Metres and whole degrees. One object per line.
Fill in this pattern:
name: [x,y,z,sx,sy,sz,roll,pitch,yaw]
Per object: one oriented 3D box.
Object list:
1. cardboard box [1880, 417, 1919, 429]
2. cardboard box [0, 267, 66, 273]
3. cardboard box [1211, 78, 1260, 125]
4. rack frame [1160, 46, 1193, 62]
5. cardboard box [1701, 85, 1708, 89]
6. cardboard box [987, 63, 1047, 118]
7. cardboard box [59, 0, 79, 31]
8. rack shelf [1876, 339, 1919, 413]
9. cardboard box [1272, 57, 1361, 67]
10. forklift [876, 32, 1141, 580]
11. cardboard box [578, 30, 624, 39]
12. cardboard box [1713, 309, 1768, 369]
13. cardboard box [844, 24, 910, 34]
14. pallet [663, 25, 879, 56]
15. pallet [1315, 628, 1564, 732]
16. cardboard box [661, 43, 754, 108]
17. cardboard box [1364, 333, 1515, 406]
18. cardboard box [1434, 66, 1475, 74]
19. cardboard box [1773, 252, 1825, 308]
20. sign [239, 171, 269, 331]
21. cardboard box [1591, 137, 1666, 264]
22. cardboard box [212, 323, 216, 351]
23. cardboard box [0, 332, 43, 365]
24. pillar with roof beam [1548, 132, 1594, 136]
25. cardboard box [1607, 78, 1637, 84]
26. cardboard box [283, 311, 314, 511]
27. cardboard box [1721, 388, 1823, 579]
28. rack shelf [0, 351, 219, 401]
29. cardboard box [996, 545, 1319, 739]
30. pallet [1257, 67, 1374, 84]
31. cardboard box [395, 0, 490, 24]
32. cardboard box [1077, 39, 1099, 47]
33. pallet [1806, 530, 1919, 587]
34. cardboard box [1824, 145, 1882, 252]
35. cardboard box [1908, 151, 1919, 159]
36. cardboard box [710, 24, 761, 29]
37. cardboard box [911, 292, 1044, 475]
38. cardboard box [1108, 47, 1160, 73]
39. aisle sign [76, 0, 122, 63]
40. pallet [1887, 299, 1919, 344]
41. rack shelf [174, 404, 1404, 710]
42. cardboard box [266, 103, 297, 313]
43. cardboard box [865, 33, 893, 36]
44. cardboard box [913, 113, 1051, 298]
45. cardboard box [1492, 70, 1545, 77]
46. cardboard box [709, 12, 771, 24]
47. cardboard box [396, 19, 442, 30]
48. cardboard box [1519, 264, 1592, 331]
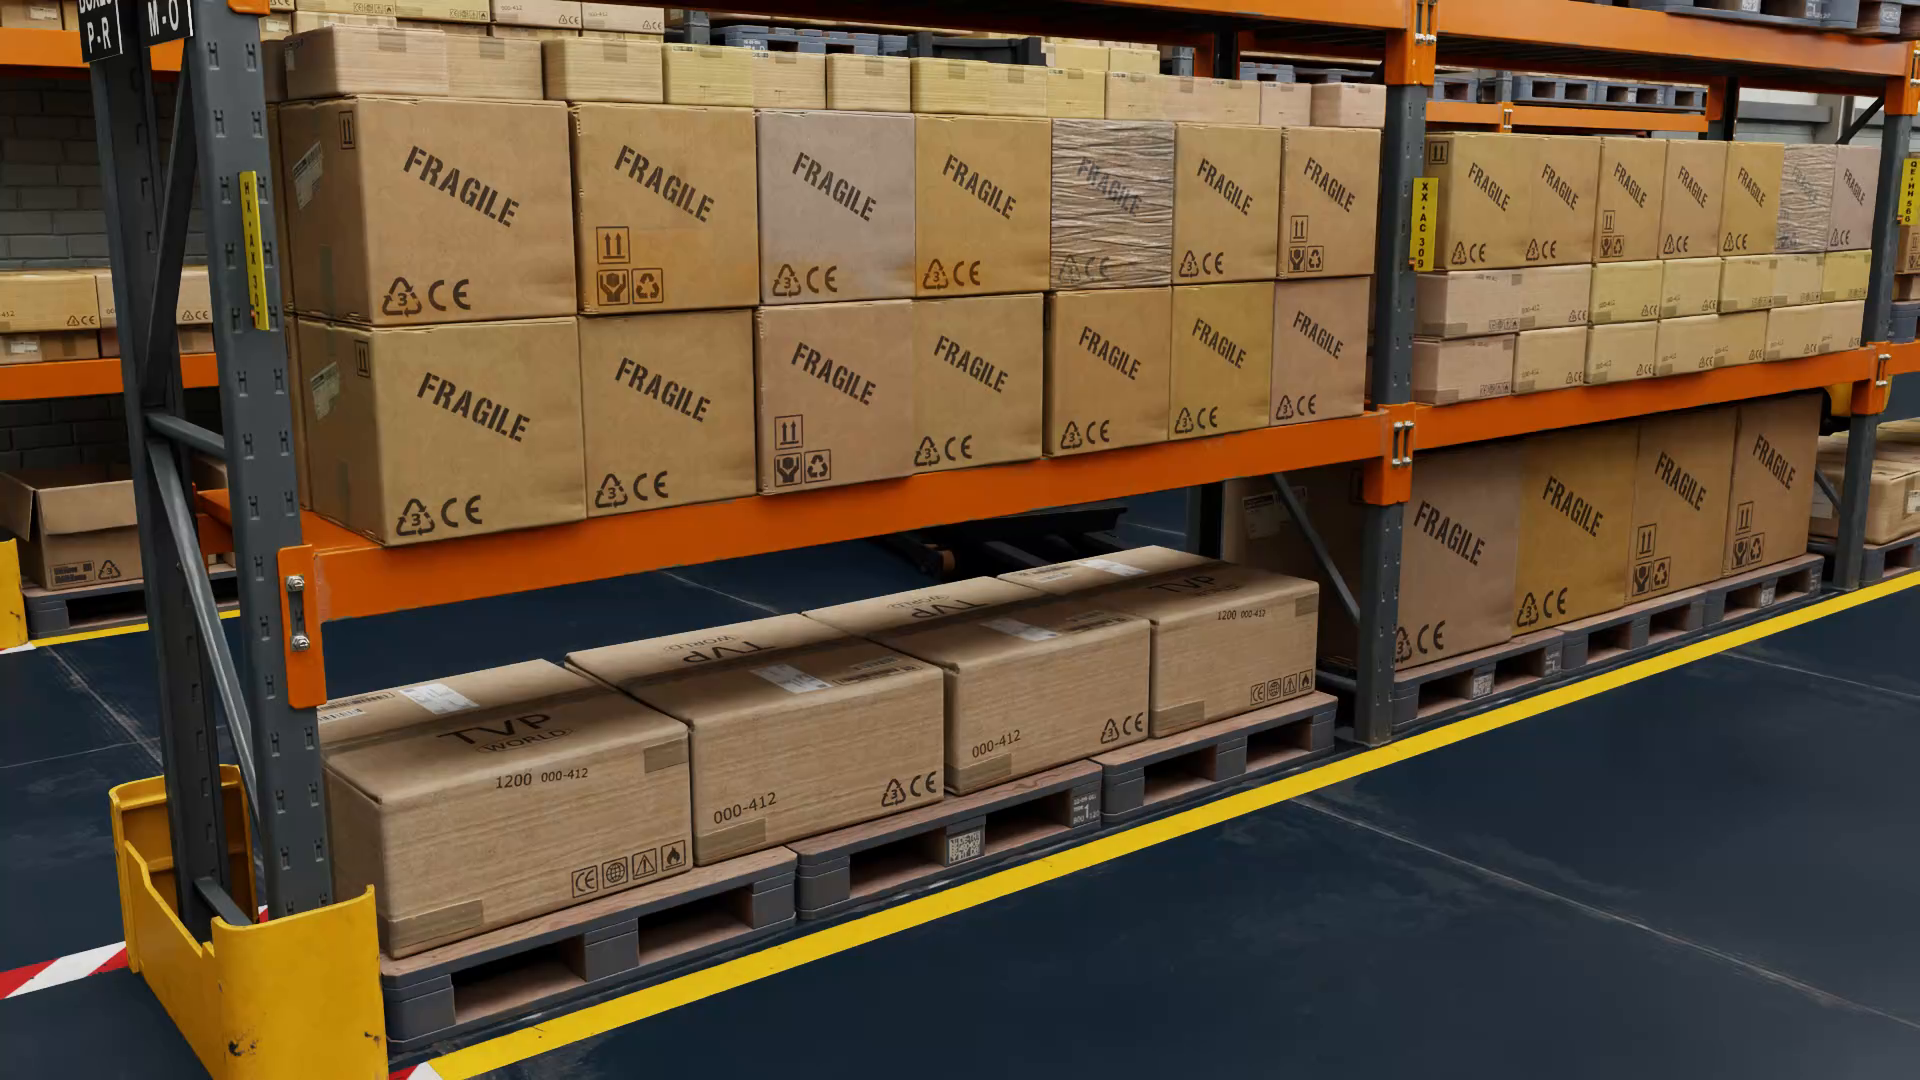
cardboard box: [6.584,-0.548,10.803,0.625,0.372,0.950,-8,15,-34]
cardboard box: [-4.730,-1.213,8.263,0.500,0.250,0.500,-9,15,-36]
cardboard box: [0.788,-1.469,5.614,0.250,0.149,0.380,-9,15,-38]
rack frame: [1.324,-5.010,12.060,0.127,3.000,1.000,-9,15,-38]
cardboard box: [7.377,-4.787,16.739,0.500,0.500,0.500,-9,15,-36]
cardboard box: [0.042,-1.326,4.942,0.250,0.149,0.380,-9,15,-38]
cardboard box: [-4.130,-2.455,7.850,0.250,0.149,0.380,-9,15,-37]
rack shelf: [5.989,-1.179,10.191,4.000,0.370,1.077,-9,15,-38]
cardboard box: [2.836,-4.033,13.186,0.500,0.500,0.500,-9,15,-36]
forklift: [0.254,-1.316,9.268,1.130,2.935,3.031,-5,13,-23]
cardboard box: [-2.089,-2.775,9.361,0.250,0.149,0.380,-9,15,-38]
cardboard box: [3.402,-0.959,7.783,0.500,0.250,0.500,-10,15,-38]
cardboard box: [-0.522,-3.263,10.404,0.250,0.149,0.380,-10,15,-38]
pallet: [-1.247,-3.005,10.292,1.003,0.211,1.213,-9,15,-38]
pallet: [1.859,0.499,7.268,1.213,0.211,1.003,-9,15,-38]
cardboard box: [-0.740,-1.187,4.289,0.250,0.149,0.380,-10,16,-39]
cardboard box: [1.813,-0.693,6.532,0.500,0.250,0.500,-10,15,-39]
cardboard box: [4.034,-4.139,14.143,0.500,0.311,0.500,-10,16,-39]
cardboard box: [3.810,-1.271,8.051,0.500,0.250,0.500,-10,16,-39]
sign: [-1.477,-0.605,3.480,0.005,0.325,0.100,-9,15,-38]
cardboard box: [2.600,-1.436,7.021,0.500,0.500,0.500,-10,16,-39]
cardboard box: [-3.702,-1.052,8.464,0.250,0.149,0.380,-9,15,-37]
cardboard box: [-4.495,-0.913,7.812,0.250,0.149,0.380,-10,15,-38]
pillar with roof beam: [9.153,-5.406,13.923,0.400,9.000,9.100,-9,15,-38]
cardboard box: [6.034,-4.603,15.861,0.637,0.503,0.797,-9,15,-36]
cardboard box: [-1.608,-0.388,4.492,0.500,0.500,0.500,-9,15,-37]
cardboard box: [3.836,-0.361,8.712,0.875,0.875,0.875,-10,15,-38]
rack shelf: [-3.361,-0.945,9.091,4.000,0.370,1.077,-9,15,-38]
cardboard box: [0.747,0.360,6.370,0.875,0.438,0.875,-10,15,-38]
pallet: [2.669,-3.699,13.560,1.213,0.211,1.003,-9,15,-35]
cardboard box: [-2.827,-2.859,8.796,0.500,0.250,0.500,-9,15,-36]
cardboard box: [0.762,-3.519,11.661,0.250,0.149,0.380,-9,15,-36]
pallet: [5.039,-0.008,9.660,1.213,0.211,1.003,-9,15,-38]
cardboard box: [4.187,-1.700,8.264,0.500,0.500,0.500,-10,16,-39]
cardboard box: [5.529,-2.246,9.957,0.250,0.149,0.380,-10,16,-40]
cardboard box: [-1.429,-3.242,10.308,0.250,0.149,0.380,-9,15,-36]
cardboard box: [-0.099,-0.499,5.015,0.500,0.500,0.500,-9,15,-36]
cardboard box: [1.075,-3.364,11.888,0.500,0.250,0.500,-10,16,-40]
aisle sign: [-2.069,-1.546,3.928,0.004,0.787,0.394,-9,15,-38]
pallet: [4.917,-1.287,9.431,1.003,0.211,1.213,-9,15,-38]
rack shelf: [-0.258,-0.141,5.302,4.000,0.370,1.077,-9,15,-38]
cardboard box: [-1.592,-0.872,4.367,0.500,0.500,0.500,-9,15,-36]
cardboard box: [-0.649,-3.389,11.000,0.250,0.149,0.380,-9,15,-37]
cardboard box: [-0.081,-0.988,4.914,0.500,0.500,0.500,-9,15,-37]
cardboard box: [4.987,-4.203,14.830,0.250,0.149,0.380,-9,15,-36]
cardboard box: [-1.318,-3.130,9.778,0.250,0.149,0.380,-9,15,-37]
cardboard box: [-2.919,-2.647,8.757,0.250,0.149,0.380,-9,15,-37]
cardboard box: [2.213,-1.007,6.807,0.500,0.250,0.500,-9,15,-37]
